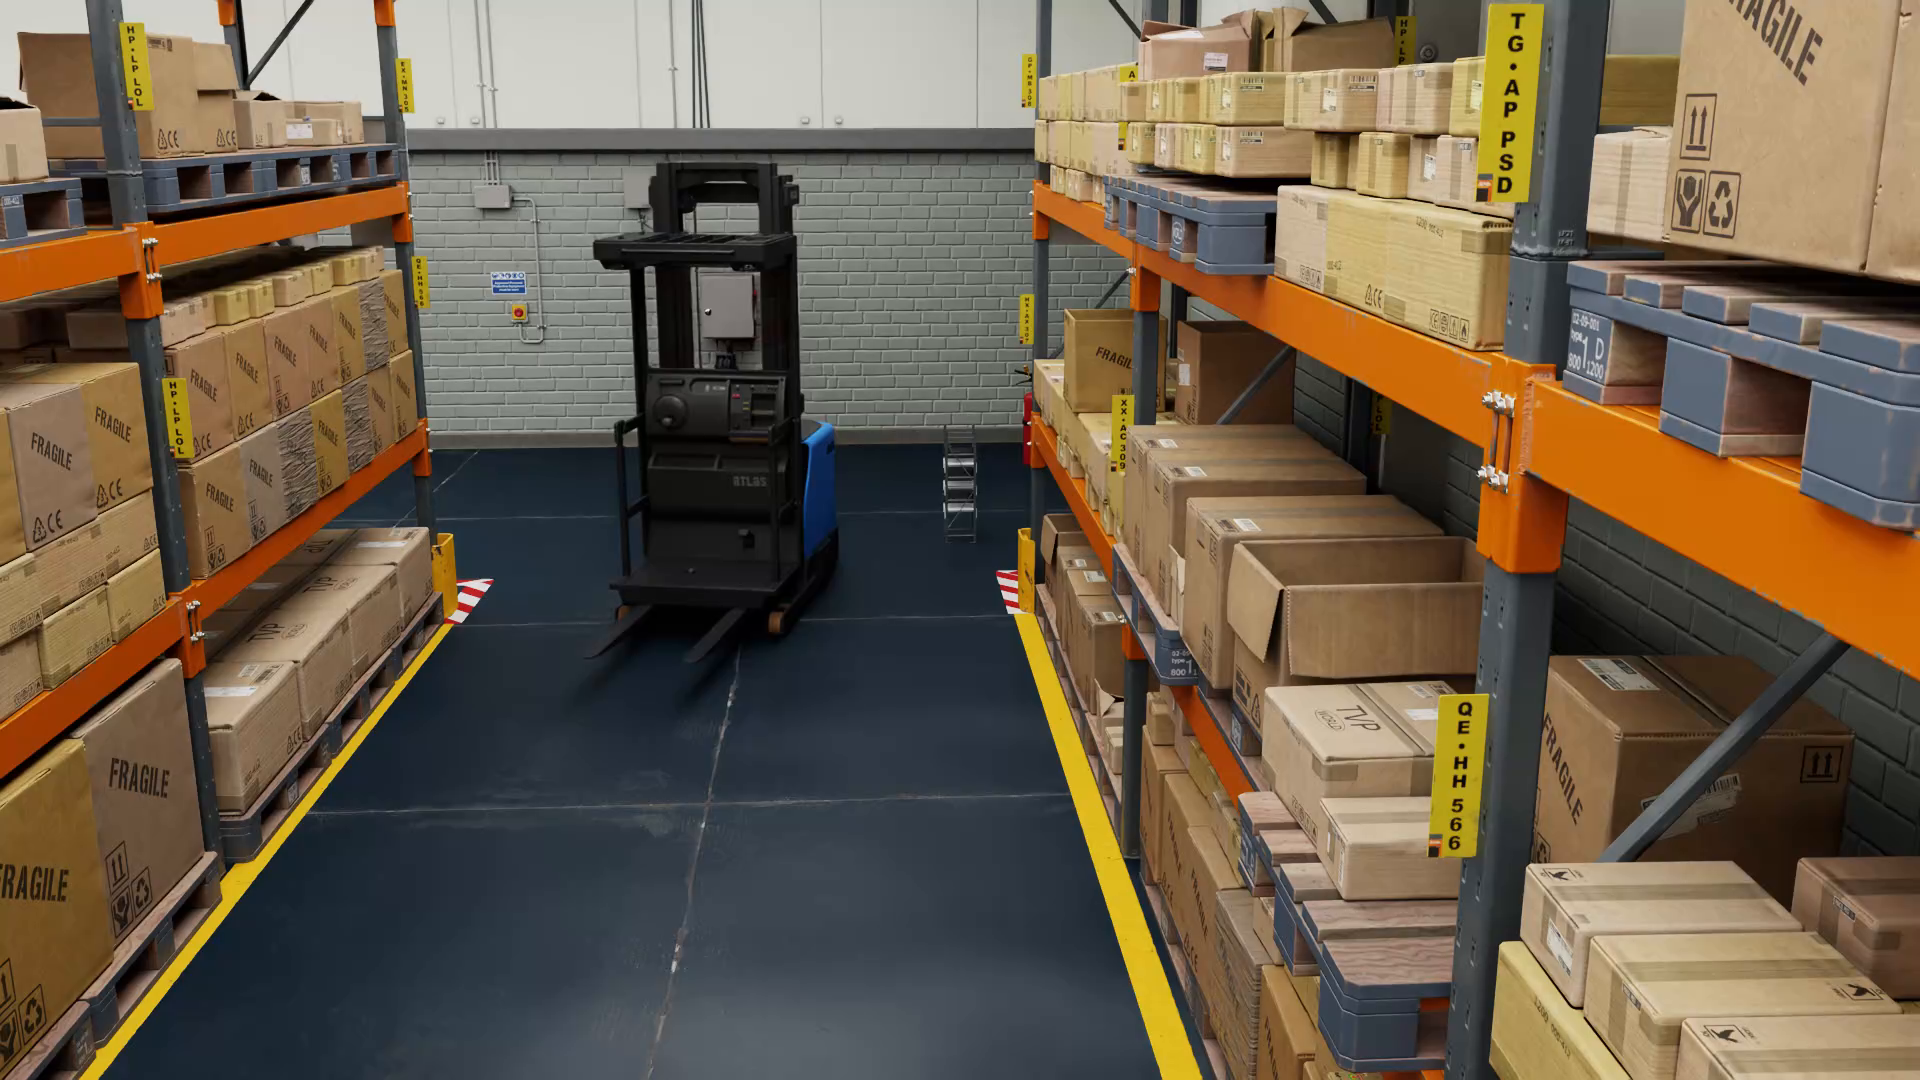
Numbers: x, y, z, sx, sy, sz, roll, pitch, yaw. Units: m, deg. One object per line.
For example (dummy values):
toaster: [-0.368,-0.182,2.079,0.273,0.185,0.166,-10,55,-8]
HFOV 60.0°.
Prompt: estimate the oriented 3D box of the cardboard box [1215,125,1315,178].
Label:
cardboard box: [0.972,-1.160,4.955,0.380,0.149,0.250,-1,14,-2]

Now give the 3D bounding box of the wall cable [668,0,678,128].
wall cable: [-3.855,-5.283,15.500,2.355,3.000,0.029,-1,14,-3]

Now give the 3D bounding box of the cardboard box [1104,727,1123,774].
cardboard box: [0.902,1.004,7.983,0.380,0.149,0.250,-1,14,-5]

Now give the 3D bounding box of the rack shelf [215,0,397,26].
rack shelf: [-3.848,-2.822,8.182,1.077,0.370,4.000,-1,14,-3]

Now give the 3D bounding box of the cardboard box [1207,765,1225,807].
cardboard box: [1.138,0.947,6.200,0.380,0.149,0.250,-1,14,-4]

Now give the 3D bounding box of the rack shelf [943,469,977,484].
rack shelf: [-0.001,-0.493,12.908,0.258,0.077,0.200,-1,14,-3]

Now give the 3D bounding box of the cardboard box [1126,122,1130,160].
cardboard box: [0.851,-1.542,6.439,0.380,0.149,0.250,-1,14,-3]

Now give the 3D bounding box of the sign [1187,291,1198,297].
sign: [1.537,-1.751,10.855,0.100,0.325,0.005,-1,14,-3]

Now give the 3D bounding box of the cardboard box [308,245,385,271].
cardboard box: [-3.750,-1.717,10.171,0.380,0.149,0.250,-1,14,-3]

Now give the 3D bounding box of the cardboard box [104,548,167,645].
cardboard box: [-3.445,0.219,6.458,0.500,0.250,0.500,-1,14,-5]

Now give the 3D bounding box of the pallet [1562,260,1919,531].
pallet: [1.609,-0.238,2.292,1.213,0.211,1.003,0,14,-1]

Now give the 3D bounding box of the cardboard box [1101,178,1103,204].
cardboard box: [0.894,-1.711,8.141,0.380,0.149,0.250,0,14,-2]

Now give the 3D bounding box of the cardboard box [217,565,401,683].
cardboard box: [-3.766,0.471,9.475,0.875,0.438,0.875,0,14,-2]

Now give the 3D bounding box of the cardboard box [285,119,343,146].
cardboard box: [-3.749,-2.326,9.486,0.380,0.149,0.250,-2,15,-8]

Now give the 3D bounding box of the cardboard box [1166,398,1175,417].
cardboard box: [1.364,-0.614,9.095,0.500,0.250,0.500,-1,14,-4]

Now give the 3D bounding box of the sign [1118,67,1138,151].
sign: [0.688,-1.732,6.681,0.100,0.325,0.005,-1,14,-3]

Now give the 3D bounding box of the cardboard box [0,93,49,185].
cardboard box: [-3.460,-1.359,5.603,0.500,0.311,0.500,-1,14,-3]

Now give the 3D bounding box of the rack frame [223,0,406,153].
rack frame: [-3.972,-3.862,9.976,1.000,3.000,0.127,-1,14,-3]

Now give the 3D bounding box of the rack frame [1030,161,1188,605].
rack frame: [0.982,-1.034,11.025,1.000,3.000,0.127,-1,14,-3]

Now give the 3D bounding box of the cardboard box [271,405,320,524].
cardboard box: [-3.544,-0.380,8.282,0.500,0.500,0.500,-1,14,-3]

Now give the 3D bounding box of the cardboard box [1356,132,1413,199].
cardboard box: [1.169,-0.894,3.961,0.380,0.149,0.250,-1,14,-3]

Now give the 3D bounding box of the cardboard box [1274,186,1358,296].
cardboard box: [1.140,-0.798,4.388,0.500,0.250,0.500,-1,14,-3]

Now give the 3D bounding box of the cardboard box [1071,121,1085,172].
cardboard box: [0.863,-2.062,8.704,0.500,0.250,0.500,-1,14,-4]

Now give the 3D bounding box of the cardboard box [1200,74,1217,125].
cardboard box: [0.959,-1.366,5.158,0.380,0.149,0.250,-1,14,-3]

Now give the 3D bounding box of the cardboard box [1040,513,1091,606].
cardboard box: [0.925,0.125,10.687,0.797,0.503,0.637,-1,15,-6]

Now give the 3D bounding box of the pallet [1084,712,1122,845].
pallet: [1.188,1.141,8.170,1.003,0.211,1.213,-1,14,-3]

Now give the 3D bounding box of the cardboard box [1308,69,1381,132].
cardboard box: [1.098,-1.102,4.176,0.380,0.149,0.250,-1,14,-5]

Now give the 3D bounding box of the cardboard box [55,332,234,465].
cardboard box: [-3.512,-0.616,7.195,0.500,0.500,0.500,-1,14,-3]

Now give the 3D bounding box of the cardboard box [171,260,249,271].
cardboard box: [-4.134,-1.450,9.135,0.380,0.149,0.250,-1,14,-3]

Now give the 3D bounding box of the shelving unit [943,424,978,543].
shelving unit: [-0.001,-0.438,12.922,0.258,0.900,0.210,-1,14,-3]

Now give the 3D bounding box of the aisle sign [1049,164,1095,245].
aisle sign: [0.684,-2.305,10.750,0.394,0.787,0.004,-1,14,-3]

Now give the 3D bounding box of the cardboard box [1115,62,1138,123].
cardboard box: [0.958,-1.927,7.178,0.500,0.250,0.500,-1,14,-3]

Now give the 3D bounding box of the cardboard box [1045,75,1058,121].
cardboard box: [0.771,-2.559,9.634,0.500,0.250,0.500,-1,14,-4]

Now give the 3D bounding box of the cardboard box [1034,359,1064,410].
cardboard box: [0.741,-0.988,10.552,0.500,0.250,0.500,-1,14,-3]

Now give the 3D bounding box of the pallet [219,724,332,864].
pallet: [-3.693,1.199,7.945,1.003,0.211,1.213,-1,14,-3]

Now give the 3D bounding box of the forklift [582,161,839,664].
forklift: [-1.618,-0.893,10.616,1.130,2.935,3.031,2,15,8]

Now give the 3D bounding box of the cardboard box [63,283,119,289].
cardboard box: [-4.060,-1.134,7.904,0.380,0.149,0.250,-1,14,-4]

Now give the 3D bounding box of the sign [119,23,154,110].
sign: [-3.183,-1.828,6.422,0.100,0.325,0.005,-1,14,-3]

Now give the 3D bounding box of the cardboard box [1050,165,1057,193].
cardboard box: [0.723,-2.090,9.613,0.380,0.149,0.250,-1,14,-2]

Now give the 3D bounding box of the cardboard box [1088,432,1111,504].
cardboard box: [0.909,-0.358,8.101,0.500,0.250,0.500,-1,14,-3]

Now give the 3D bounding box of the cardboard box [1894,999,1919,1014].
cardboard box: [1.783,0.894,2.831,0.500,0.250,0.500,-1,14,-2]

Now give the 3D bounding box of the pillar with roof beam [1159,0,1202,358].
pillar with roof beam: [-2.583,-4.557,12.680,9.100,9.000,0.400,-1,14,-3]

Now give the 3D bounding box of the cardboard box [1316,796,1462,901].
cardboard box: [1.054,0.716,3.883,0.380,0.149,0.250,-1,14,-2]

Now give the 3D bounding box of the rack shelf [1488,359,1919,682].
rack shelf: [1.601,0.349,1.075,1.077,0.370,4.000,-1,14,-3]

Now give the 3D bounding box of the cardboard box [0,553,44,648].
cardboard box: [-3.378,0.228,5.419,0.500,0.250,0.500,-1,14,-2]

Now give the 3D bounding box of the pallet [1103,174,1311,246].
pallet: [1.200,-1.238,6.174,1.213,0.211,1.003,-1,14,-3]

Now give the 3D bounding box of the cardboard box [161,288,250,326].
cardboard box: [-3.529,-1.080,7.695,0.380,0.149,0.250,-1,14,-4]

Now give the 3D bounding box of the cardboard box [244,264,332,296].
cardboard box: [-3.616,-1.401,8.941,0.380,0.149,0.250,-1,14,-2]

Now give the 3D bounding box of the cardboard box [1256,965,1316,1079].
cardboard box: [1.181,1.606,4.937,0.500,0.500,0.500,0,14,-1]

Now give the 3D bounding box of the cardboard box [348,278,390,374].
cardboard box: [-3.643,-1.243,9.632,0.500,0.500,0.500,-1,14,-3]

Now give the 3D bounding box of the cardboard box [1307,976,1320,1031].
cardboard box: [1.203,1.330,4.710,0.380,0.149,0.250,0,14,-2]

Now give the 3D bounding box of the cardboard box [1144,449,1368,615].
cardboard box: [1.068,-0.038,6.112,0.700,0.500,0.500,-1,14,-3]
